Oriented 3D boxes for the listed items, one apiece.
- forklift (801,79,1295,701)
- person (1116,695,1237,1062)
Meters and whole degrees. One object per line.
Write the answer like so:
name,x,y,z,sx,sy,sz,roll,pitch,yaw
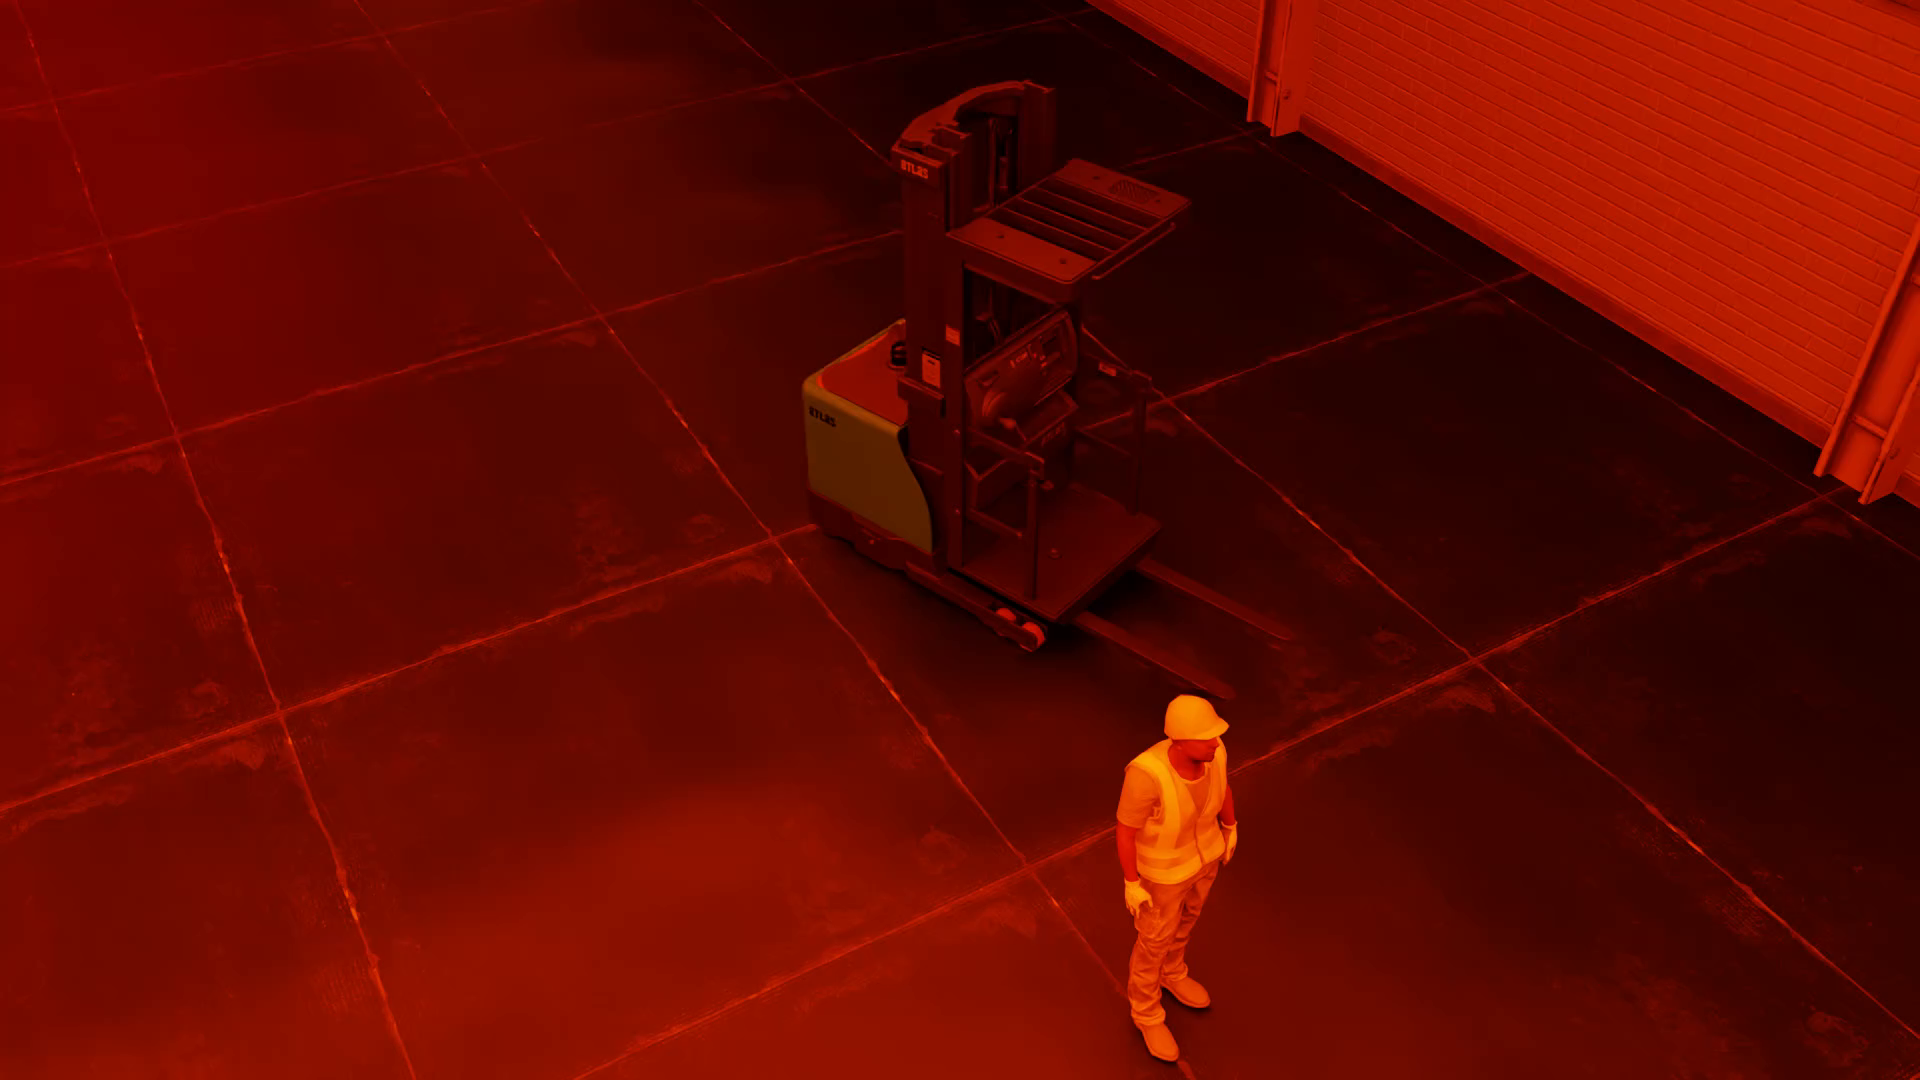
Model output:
forklift,0.506,-0.873,9.089,3.031,2.935,1.130,28,47,29
person,0.994,1.423,7.209,0.655,1.782,0.577,-27,47,-29
